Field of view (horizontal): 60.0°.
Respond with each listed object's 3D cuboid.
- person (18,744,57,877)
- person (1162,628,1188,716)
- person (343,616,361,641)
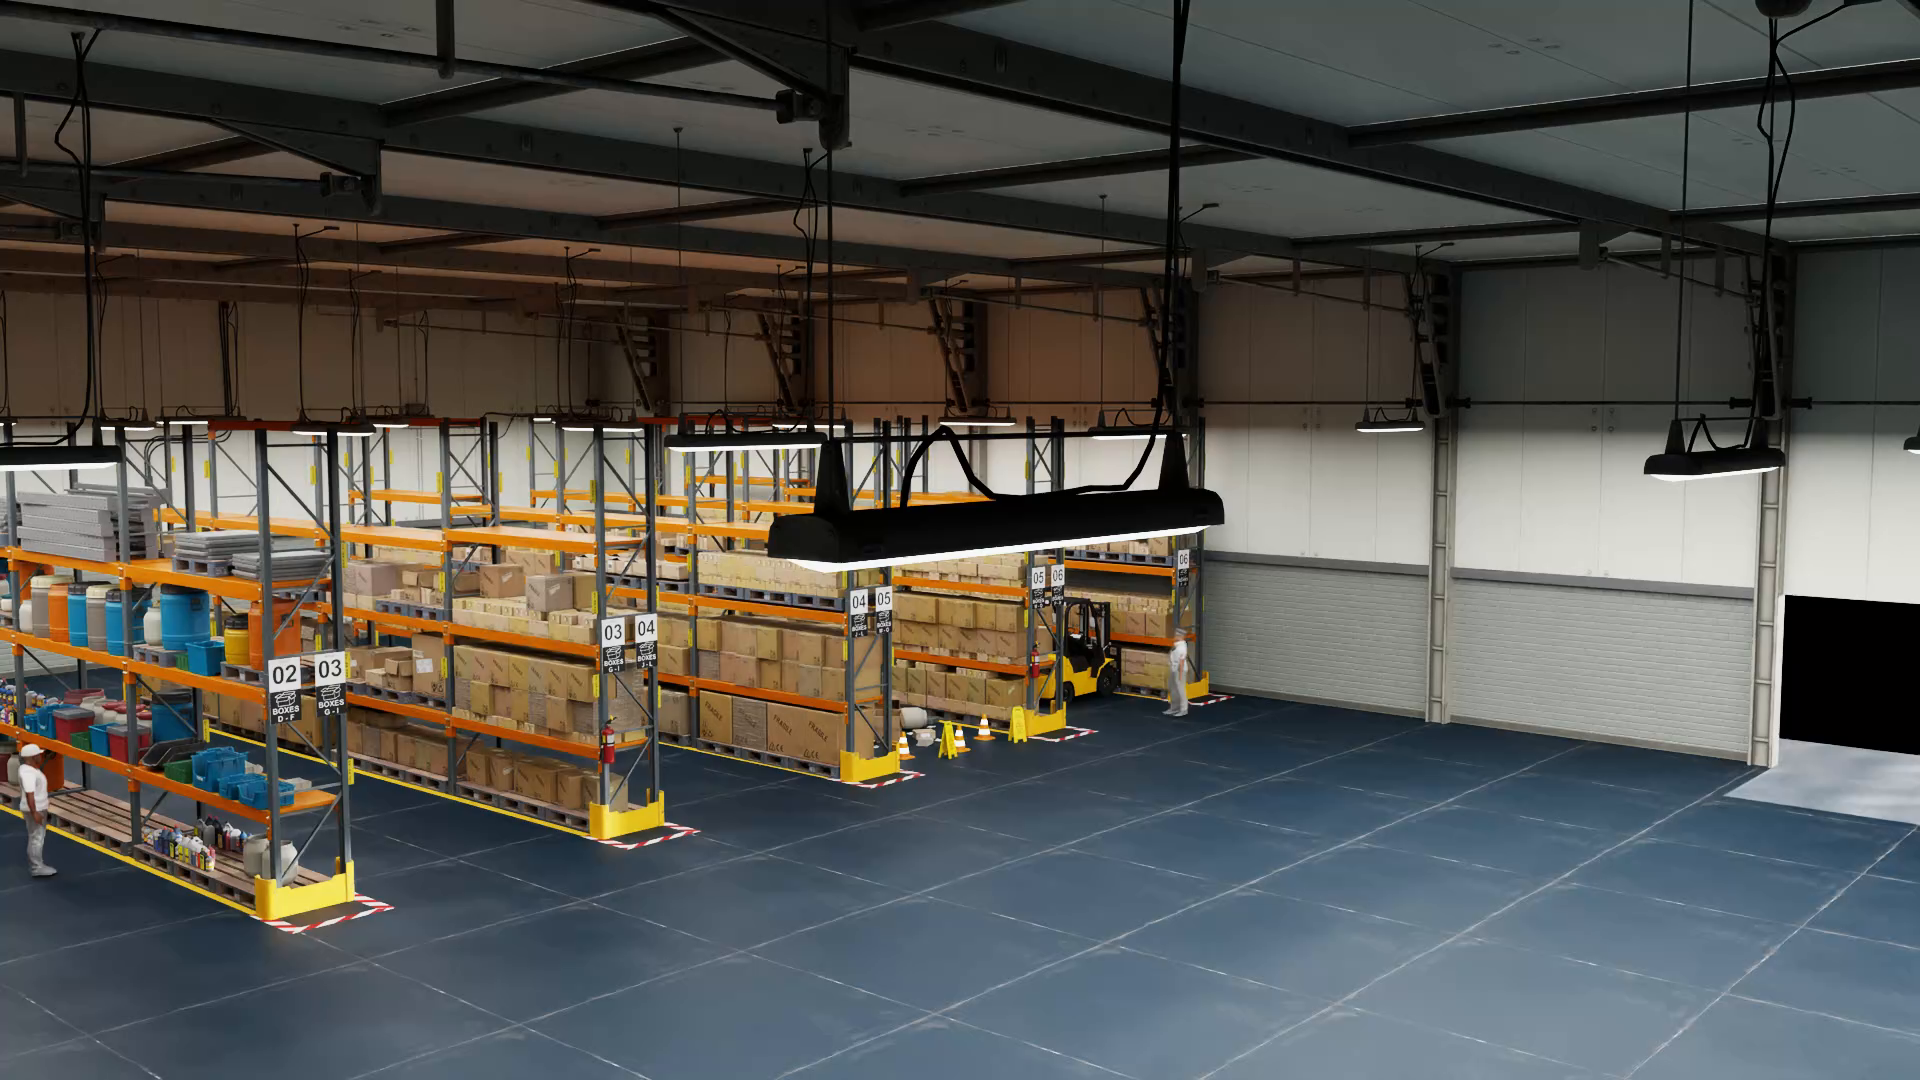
[{"bbox_3d":[-12.359,3.610,22.267,0.454,1.786,0.633,-1,5,-14],"label":"person"},{"bbox_3d":[4.342,2.663,33.587,0.433,1.800,0.657,-2,5,-21],"label":"person"},{"bbox_3d":[-14.408,2.306,39.289,0.476,1.653,0.345,-3,6,-31],"label":"person"}]
